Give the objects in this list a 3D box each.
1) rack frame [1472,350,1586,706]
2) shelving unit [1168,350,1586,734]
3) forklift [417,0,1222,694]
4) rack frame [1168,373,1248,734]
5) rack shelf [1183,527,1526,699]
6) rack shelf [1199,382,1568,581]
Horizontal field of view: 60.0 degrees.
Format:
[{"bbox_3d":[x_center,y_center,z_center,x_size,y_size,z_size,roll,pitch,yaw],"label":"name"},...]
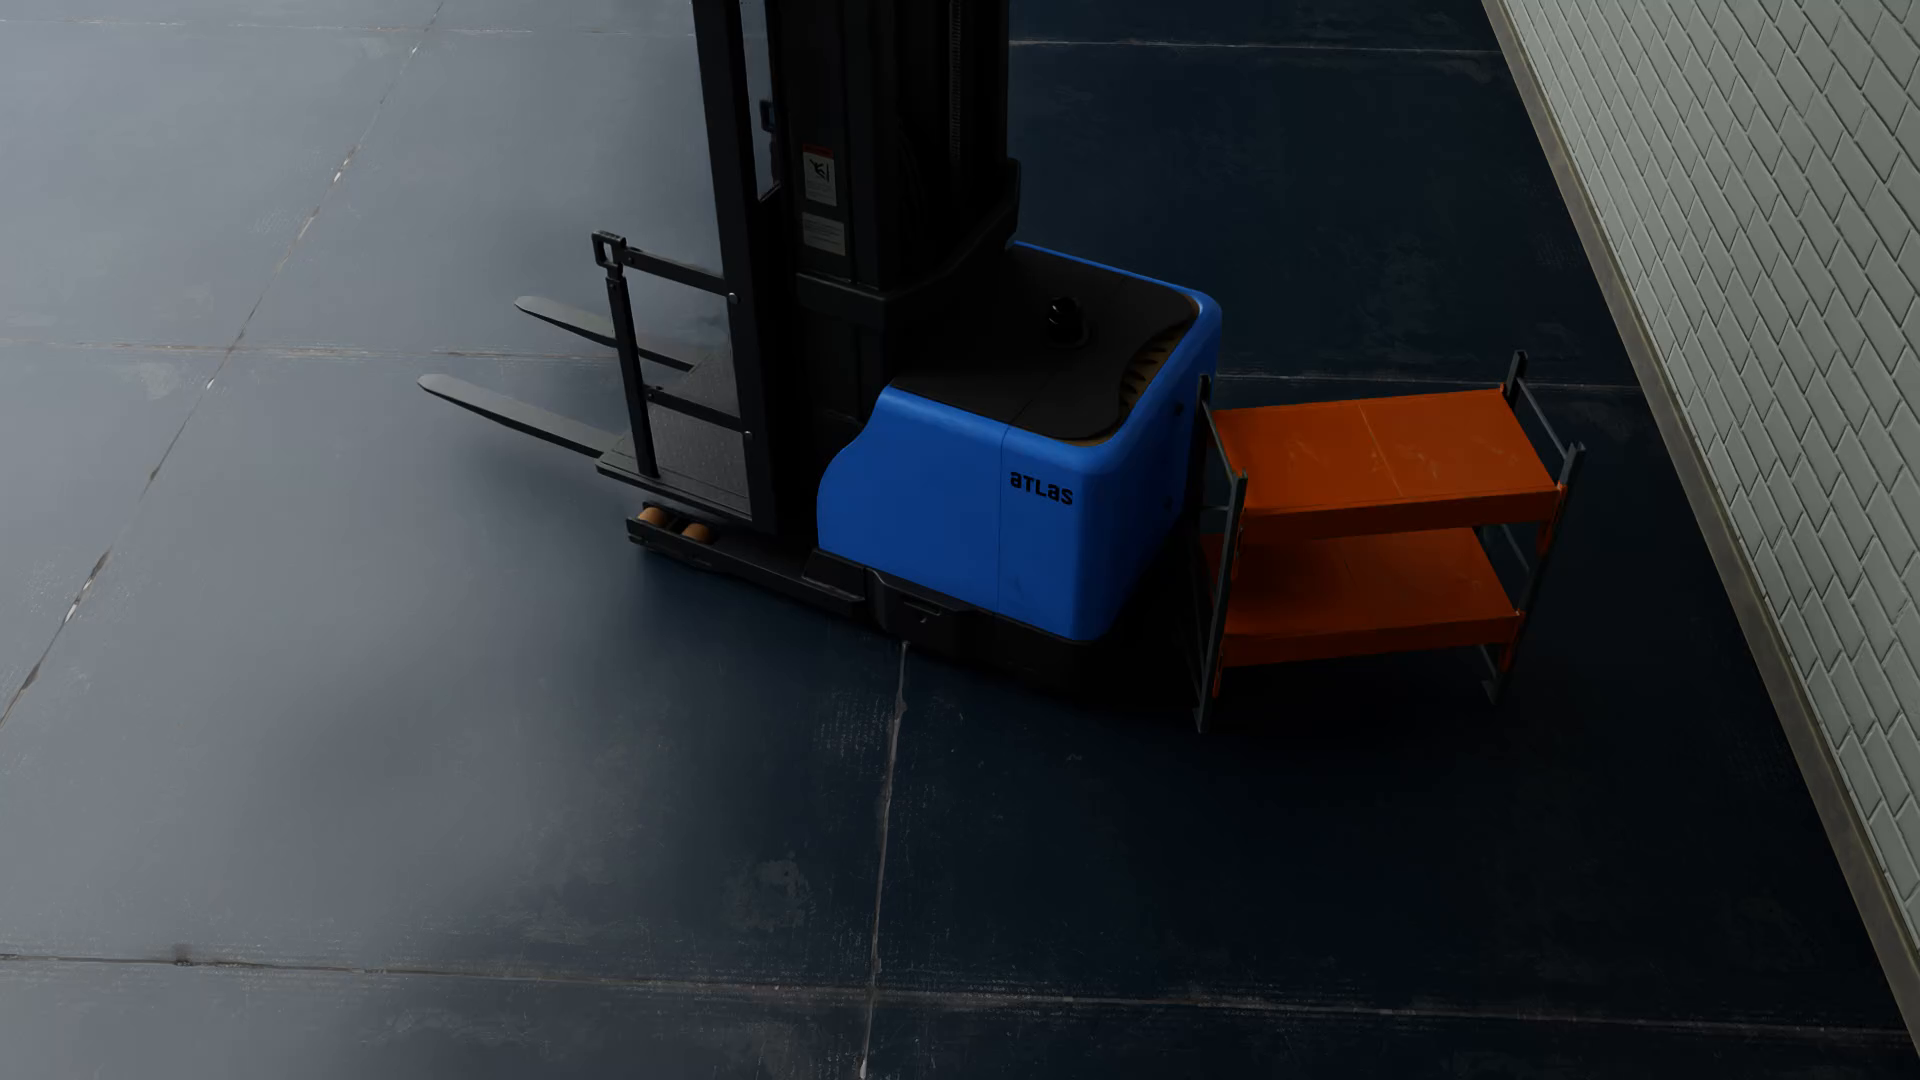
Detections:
[{"bbox_3d":[1.794,-0.018,5.445,0.032,1.125,0.500,-5,43,-5],"label":"rack frame"},{"bbox_3d":[1.290,0.023,5.400,1.048,1.125,0.538,-5,43,-5],"label":"shelving unit"},{"bbox_3d":[-0.658,-1.267,5.460,3.031,2.935,1.130,19,46,20],"label":"forklift"},{"bbox_3d":[0.785,0.065,5.355,0.032,1.125,0.500,-5,43,-5],"label":"rack frame"},{"bbox_3d":[1.290,0.202,5.566,1.000,0.278,0.538,-5,43,-5],"label":"rack shelf"},{"bbox_3d":[1.290,-0.191,5.200,1.000,0.278,0.538,-5,43,-5],"label":"rack shelf"}]
